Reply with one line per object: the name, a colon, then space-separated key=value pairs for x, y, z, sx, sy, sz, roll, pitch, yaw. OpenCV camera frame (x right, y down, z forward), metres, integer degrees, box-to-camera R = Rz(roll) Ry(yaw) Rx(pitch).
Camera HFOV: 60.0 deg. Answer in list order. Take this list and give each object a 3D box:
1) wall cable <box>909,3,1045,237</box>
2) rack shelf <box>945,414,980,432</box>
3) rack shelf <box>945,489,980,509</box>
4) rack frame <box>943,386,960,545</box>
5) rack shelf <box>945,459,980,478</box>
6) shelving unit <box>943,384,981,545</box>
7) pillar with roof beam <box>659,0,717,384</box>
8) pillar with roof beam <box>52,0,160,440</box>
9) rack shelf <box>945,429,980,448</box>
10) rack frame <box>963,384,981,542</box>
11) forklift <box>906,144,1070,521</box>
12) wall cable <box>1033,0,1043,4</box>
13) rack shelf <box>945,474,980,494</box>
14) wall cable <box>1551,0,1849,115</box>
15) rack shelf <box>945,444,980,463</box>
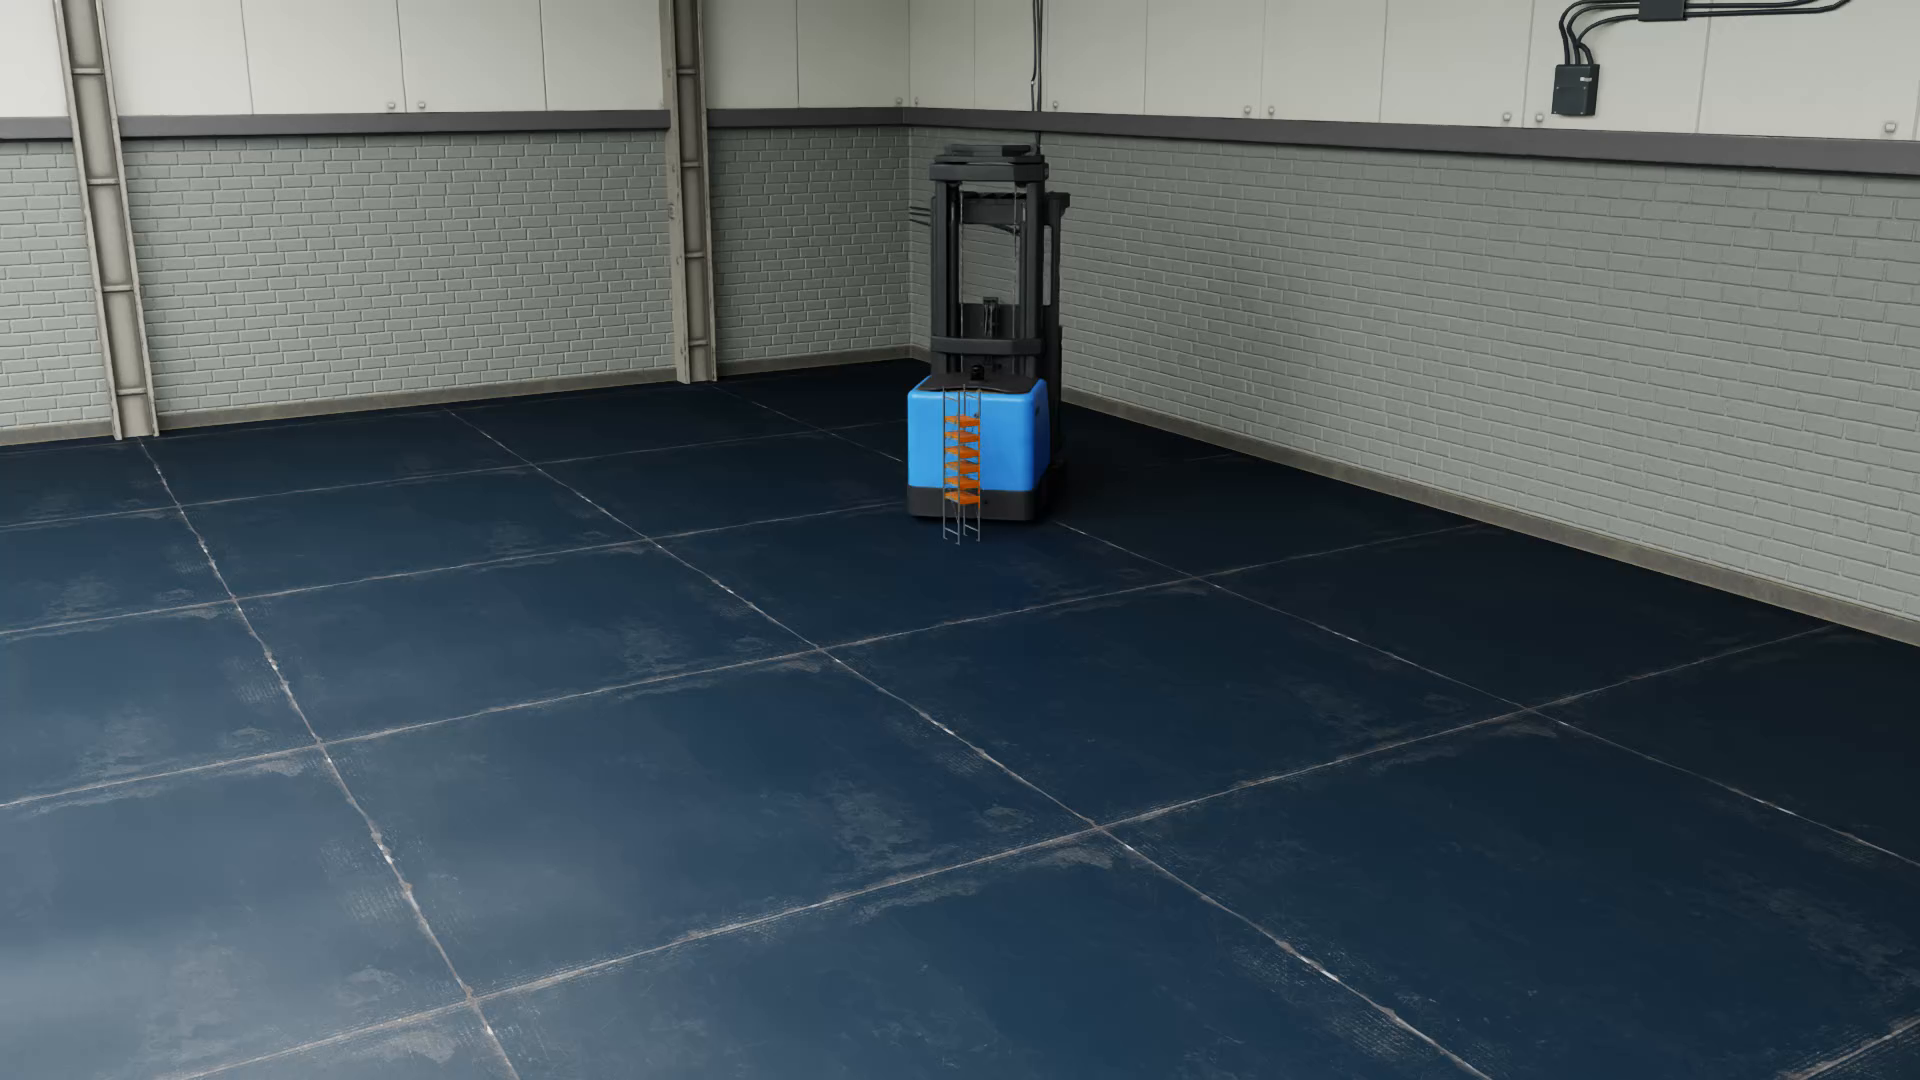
wall cable: x=0.098 y=-4.827 z=19.211 sx=0.112 sy=2.526 sz=3.097 roll=-9 pitch=18 yaw=-30
rack shelf: x=0.012 y=-0.884 z=12.670 sx=0.180 sy=0.103 sz=0.258 roll=-9 pitch=18 yaw=-30
rack shelf: x=0.012 y=-0.306 z=12.832 sx=0.180 sy=0.103 sz=0.258 roll=-9 pitch=18 yaw=-30
rack frame: x=-0.066 y=-0.567 z=12.710 sx=0.006 sy=1.200 sz=0.240 roll=-9 pitch=18 yaw=-30
rack shelf: x=0.012 y=-0.537 z=12.767 sx=0.180 sy=0.103 sz=0.258 roll=-9 pitch=18 yaw=-30
shelving unit: x=0.012 y=-0.580 z=12.755 sx=0.189 sy=1.200 sz=0.258 roll=-9 pitch=18 yaw=-30
pillar with roof beam: x=-0.891 y=-5.223 z=14.869 sx=0.400 sy=9.000 sz=9.100 roll=-9 pitch=18 yaw=-30
pillar with roof beam: x=-6.034 y=-4.389 z=11.893 sx=0.400 sy=9.000 sz=9.100 roll=-9 pitch=18 yaw=-30
rack shelf: x=0.012 y=-0.768 z=12.702 sx=0.180 sy=0.103 sz=0.258 roll=-9 pitch=18 yaw=-30
rack frame: x=0.091 y=-0.592 z=12.800 sx=0.006 sy=1.200 sz=0.240 roll=-9 pitch=18 yaw=-30
forklift: x=0.339 y=-1.915 z=14.312 sx=1.130 sy=2.935 sz=3.031 roll=3 pitch=16 yaw=10
wall cable: x=1.491 y=-6.633 z=16.296 sx=0.112 sy=2.526 sz=3.097 roll=-9 pitch=18 yaw=-30
rack shelf: x=0.012 y=-0.421 z=12.799 sx=0.180 sy=0.103 sz=0.258 roll=-9 pitch=18 yaw=-30
wall cable: x=4.973 y=-5.761 z=10.489 sx=0.169 sy=6.003 sz=2.305 roll=-9 pitch=18 yaw=-30
rack shelf: x=0.012 y=-0.653 z=12.735 sx=0.180 sy=0.103 sz=0.258 roll=-9 pitch=18 yaw=-30
